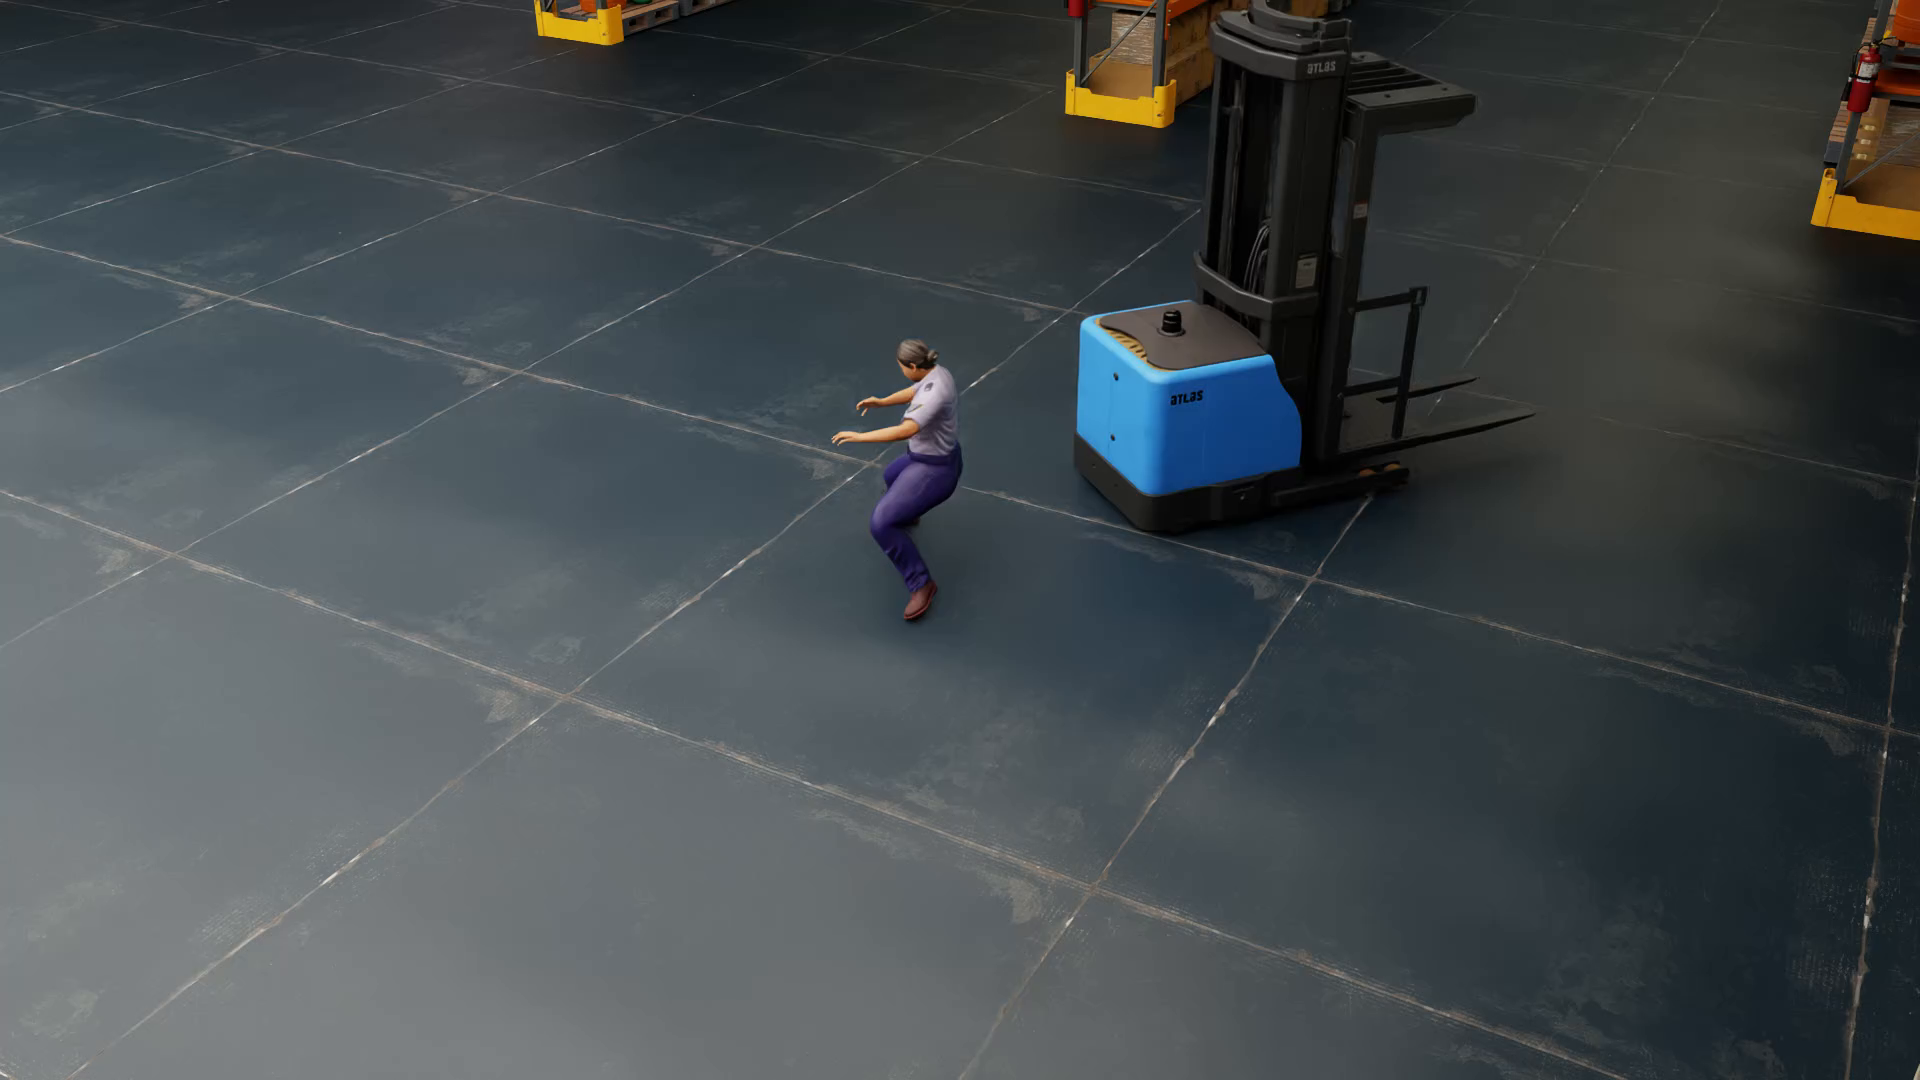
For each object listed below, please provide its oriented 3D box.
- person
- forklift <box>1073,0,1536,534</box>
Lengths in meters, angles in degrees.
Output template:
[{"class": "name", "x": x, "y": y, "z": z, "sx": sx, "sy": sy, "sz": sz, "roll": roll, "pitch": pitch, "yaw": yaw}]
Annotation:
[{"class": "person", "x": -0.314, "y": -0.452, "z": 9.355, "sx": 0.625, "sy": 1.430, "sz": 1.205, "roll": 5, "pitch": 30, "yaw": 9}, {"class": "forklift", "x": 2.293, "y": -1.778, "z": 10.151, "sx": 3.031, "sy": 2.935, "sz": 1.130, "roll": -12, "pitch": 32, "yaw": -20}]
